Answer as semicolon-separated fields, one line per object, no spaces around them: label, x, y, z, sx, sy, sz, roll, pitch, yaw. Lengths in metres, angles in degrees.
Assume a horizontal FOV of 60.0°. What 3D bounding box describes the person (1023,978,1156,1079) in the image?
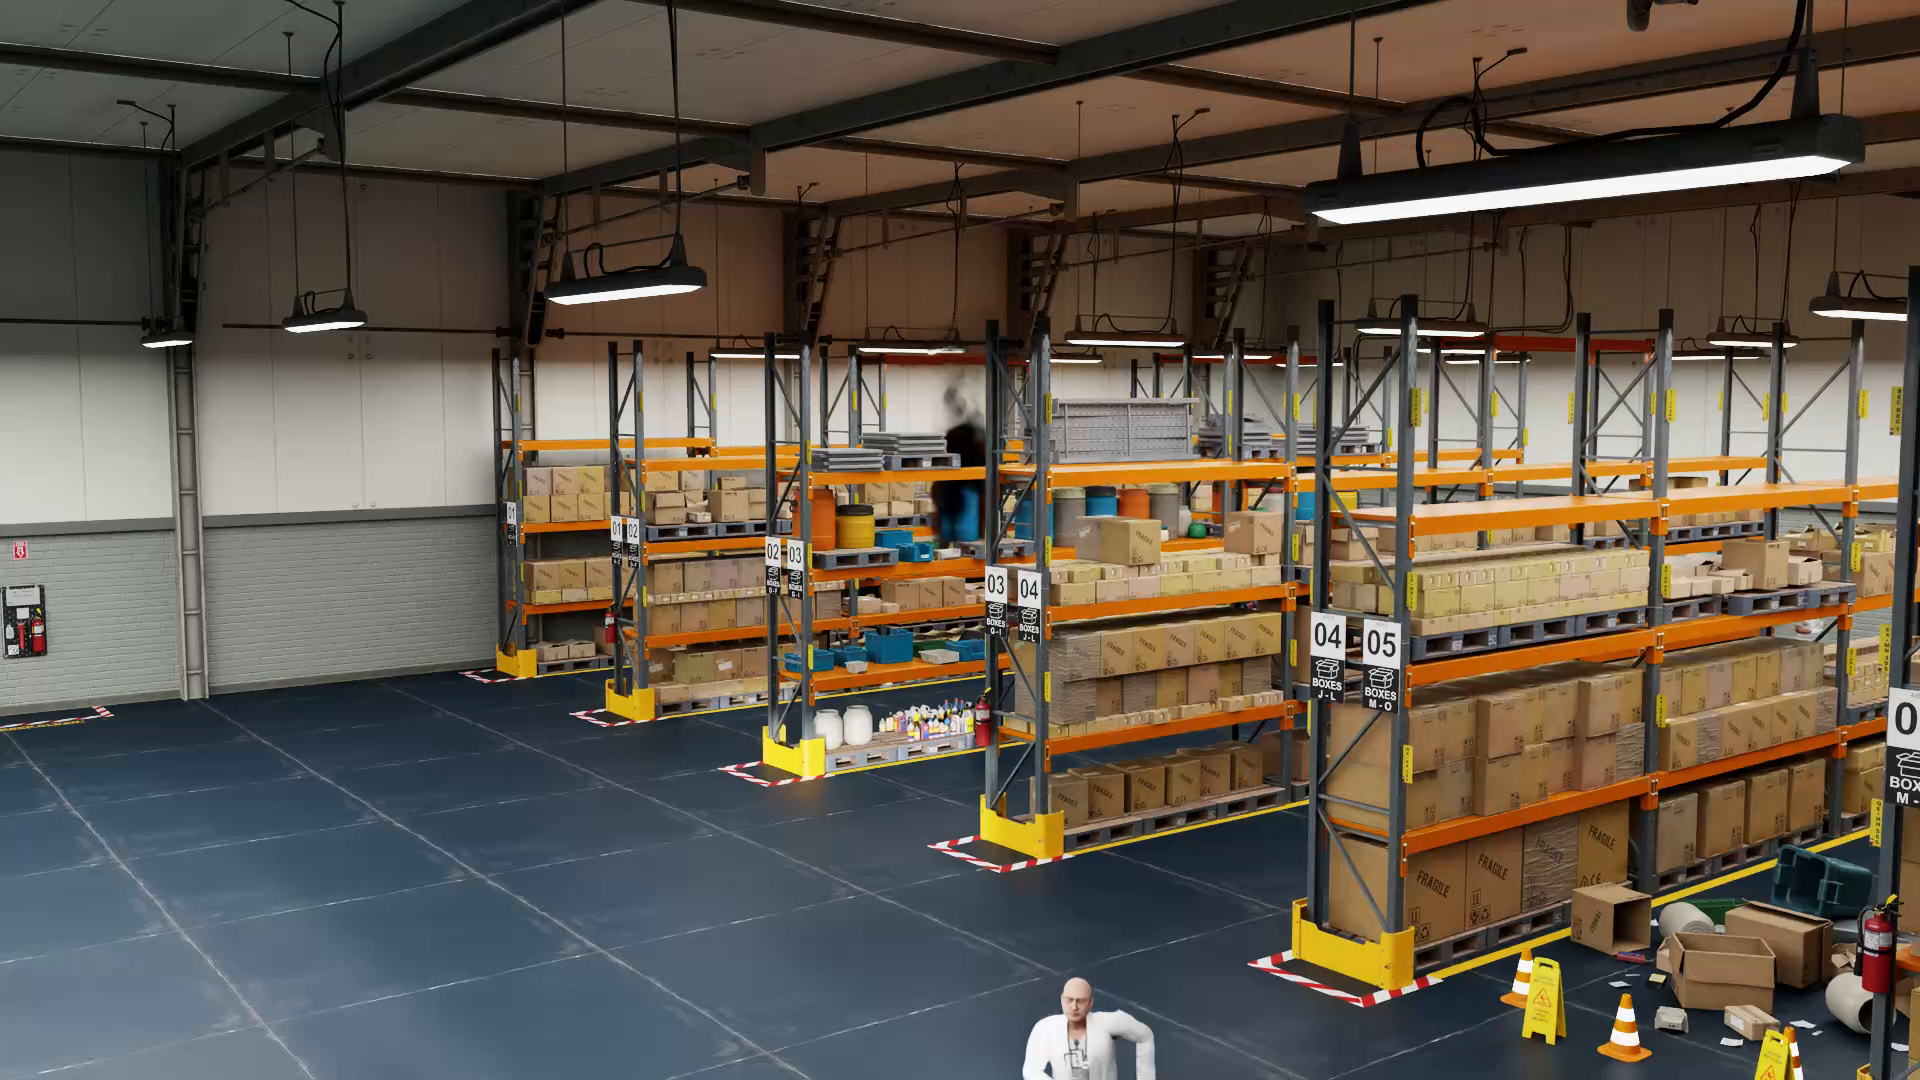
person;0.750;3.428;9.827;0.759;1.727;0.794;1;5;14

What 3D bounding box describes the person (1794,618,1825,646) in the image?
person;14.522;1.781;28.399;0.696;1.777;0.999;-3;6;-27
